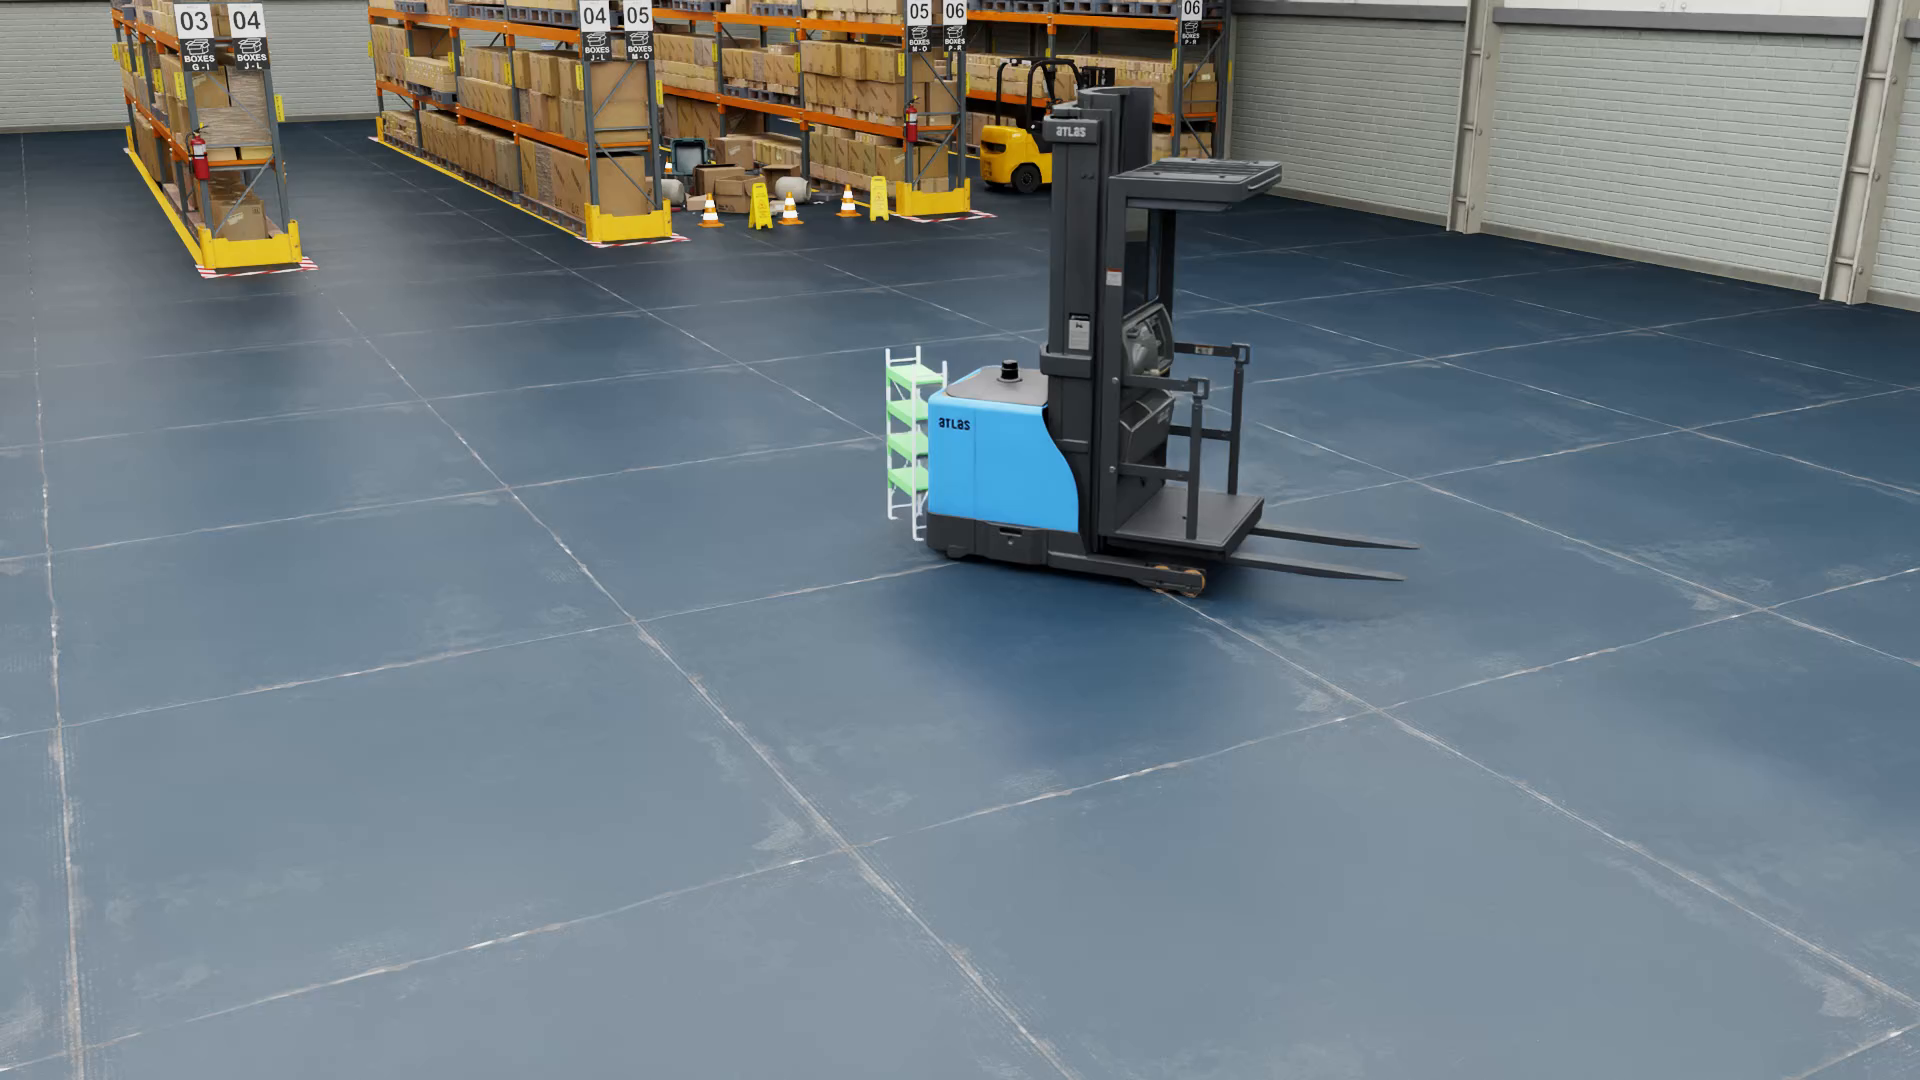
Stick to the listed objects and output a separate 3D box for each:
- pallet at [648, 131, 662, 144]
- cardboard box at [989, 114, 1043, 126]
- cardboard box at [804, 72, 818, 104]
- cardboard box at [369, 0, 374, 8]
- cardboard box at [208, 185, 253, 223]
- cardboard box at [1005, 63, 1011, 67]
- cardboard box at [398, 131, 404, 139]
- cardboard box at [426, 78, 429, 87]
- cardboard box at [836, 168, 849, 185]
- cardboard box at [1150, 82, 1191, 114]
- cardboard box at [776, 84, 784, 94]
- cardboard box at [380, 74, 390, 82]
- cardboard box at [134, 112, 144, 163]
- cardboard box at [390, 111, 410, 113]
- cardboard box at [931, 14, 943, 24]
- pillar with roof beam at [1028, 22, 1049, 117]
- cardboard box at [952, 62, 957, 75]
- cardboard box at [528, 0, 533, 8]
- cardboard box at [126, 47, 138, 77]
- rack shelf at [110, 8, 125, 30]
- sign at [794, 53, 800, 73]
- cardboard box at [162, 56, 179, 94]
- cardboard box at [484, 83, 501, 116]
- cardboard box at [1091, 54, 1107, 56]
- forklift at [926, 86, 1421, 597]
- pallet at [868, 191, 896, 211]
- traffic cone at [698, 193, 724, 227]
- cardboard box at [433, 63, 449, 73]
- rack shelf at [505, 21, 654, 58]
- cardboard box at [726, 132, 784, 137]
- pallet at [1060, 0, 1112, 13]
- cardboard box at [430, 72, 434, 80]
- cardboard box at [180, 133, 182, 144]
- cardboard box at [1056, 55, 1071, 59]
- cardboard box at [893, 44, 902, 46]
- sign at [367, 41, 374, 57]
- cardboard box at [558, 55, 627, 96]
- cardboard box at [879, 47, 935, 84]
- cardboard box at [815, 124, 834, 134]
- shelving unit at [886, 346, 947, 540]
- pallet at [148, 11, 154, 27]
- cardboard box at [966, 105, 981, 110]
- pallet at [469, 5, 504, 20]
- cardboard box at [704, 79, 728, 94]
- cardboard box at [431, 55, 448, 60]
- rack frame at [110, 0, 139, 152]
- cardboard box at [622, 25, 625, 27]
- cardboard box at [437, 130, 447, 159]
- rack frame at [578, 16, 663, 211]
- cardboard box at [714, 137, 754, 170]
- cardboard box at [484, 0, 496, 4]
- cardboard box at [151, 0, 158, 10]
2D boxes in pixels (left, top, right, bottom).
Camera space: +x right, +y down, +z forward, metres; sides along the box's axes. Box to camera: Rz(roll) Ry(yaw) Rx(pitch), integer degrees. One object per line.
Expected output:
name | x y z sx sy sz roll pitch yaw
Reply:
pallet | -6.369 -8.864 36.494 1.003 0.211 1.213 -10 21 -27
cardboard box | 1.110 -8.088 32.969 0.875 0.625 0.625 -11 22 -29
cardboard box | -2.314 -7.673 28.160 0.500 0.500 0.500 -10 21 -27
cardboard box | -12.296 -11.482 35.440 0.500 0.250 0.500 -9 21 -25
cardboard box | -10.202 -4.686 23.302 0.500 0.500 0.500 -12 22 -31
cardboard box | 1.098 -9.204 32.060 0.380 0.149 0.250 -10 21 -26
cardboard box | -11.571 -8.513 34.929 0.380 0.149 0.250 -10 21 -27
cardboard box | -9.729 -8.526 30.984 0.380 0.149 0.250 -9 21 -25
cardboard box | -1.718 -6.039 27.605 0.500 0.250 0.500 -10 22 -27
cardboard box | 3.523 -7.424 27.895 0.500 0.500 0.500 -11 22 -28
cardboard box | -3.029 -7.986 29.419 0.380 0.149 0.250 -10 22 -28
cardboard box | -12.181 -9.889 35.577 0.380 0.149 0.250 -11 22 -28
cardboard box | -14.477 -7.430 30.678 1.225 0.875 0.875 -10 21 -26
cardboard box | -12.098 -9.172 35.929 0.380 0.149 0.250 -10 21 -26
cardboard box | -0.250 -7.951 25.362 0.380 0.149 0.250 -10 21 -27
pillar with roof beam | -2.187 -11.507 30.684 9.100 9.000 0.400 -10 21 -27
cardboard box | 0.163 -9.569 33.728 0.500 0.250 0.500 -10 21 -27
cardboard box | -6.106 -7.882 24.363 0.380 0.149 0.250 -10 21 -27
cardboard box | -15.252 -8.931 31.039 0.500 0.500 0.500 -9 21 -25
rack shelf | -15.748 -10.068 32.215 1.077 0.370 4.000 -10 21 -27
sign | -2.765 -8.115 28.275 0.100 0.325 0.005 -10 21 -27
cardboard box | -10.771 -6.468 23.136 0.500 0.500 0.500 -10 21 -27
cardboard box | -7.549 -7.305 27.549 0.500 0.500 0.500 -10 21 -26
cardboard box | 2.589 -8.796 30.420 0.380 0.149 0.250 -11 22 -28
forklift | 1.346 -1.234 10.215 3.031 2.935 1.130 8 21 22
pallet | -0.769 -5.449 26.598 1.003 0.211 1.213 -10 21 -27
traffic cone | -3.689 -4.884 24.576 0.336 0.463 0.334 -10 21 -27
cardboard box | -9.364 -8.586 30.243 0.380 0.149 0.250 -9 21 -25
rack shelf | -5.637 -7.363 24.375 1.077 0.370 4.000 -10 21 -27
cardboard box | -3.918 -7.596 31.930 0.950 0.372 0.625 -12 22 -30
pallet | 2.516 -9.560 29.775 1.003 0.211 1.213 -10 21 -27
cardboard box | -9.495 -8.522 30.516 0.380 0.149 0.250 -10 21 -27
cardboard box | -10.547 -5.538 22.966 0.380 0.149 0.250 -10 21 -27
cardboard box | 1.979 -8.782 30.379 0.380 0.149 0.250 -10 21 -26
cardboard box | -1.431 -10.645 36.585 0.700 0.500 0.500 -10 21 -26
sign | -12.762 -10.629 36.009 0.100 0.325 0.005 -10 21 -27
cardboard box | -5.318 -6.730 24.151 0.875 0.550 0.550 -10 21 -27
cardboard box | -0.813 -7.280 25.488 0.700 0.500 0.500 -11 22 -28
cardboard box | -2.229 -6.958 28.125 0.380 0.149 0.250 -10 21 -26
shelving unit | -0.292 -0.655 11.190 0.258 1.200 0.503 -8 20 -21
pallet | -11.199 -7.643 24.371 1.213 0.211 1.003 -10 21 -27
cardboard box | 0.216 -9.094 35.083 0.380 0.149 0.250 -9 21 -24
pallet | -7.600 -8.839 27.839 1.003 0.211 1.213 -9 21 -24
cardboard box | -4.646 -8.837 32.373 0.500 0.250 0.500 -11 22 -29
cardboard box | -10.399 -9.525 33.526 0.500 0.500 0.500 -10 22 -28
rack frame | -16.698 -9.565 34.251 1.000 3.000 0.127 -10 21 -27
cardboard box | -7.184 -11.262 36.490 0.380 0.149 0.250 -10 21 -27
cardboard box | -9.537 -7.471 31.374 0.500 0.500 0.500 -11 22 -29
rack frame | -4.687 -5.711 23.083 1.000 3.000 0.127 -10 21 -27
cardboard box | -3.830 -6.547 28.177 0.500 0.500 0.500 -10 21 -27
cardboard box | -7.366 -8.772 26.789 0.500 0.250 0.500 -10 21 -27
cardboard box | -11.116 -7.514 23.329 0.380 0.149 0.250 -11 22 -28
